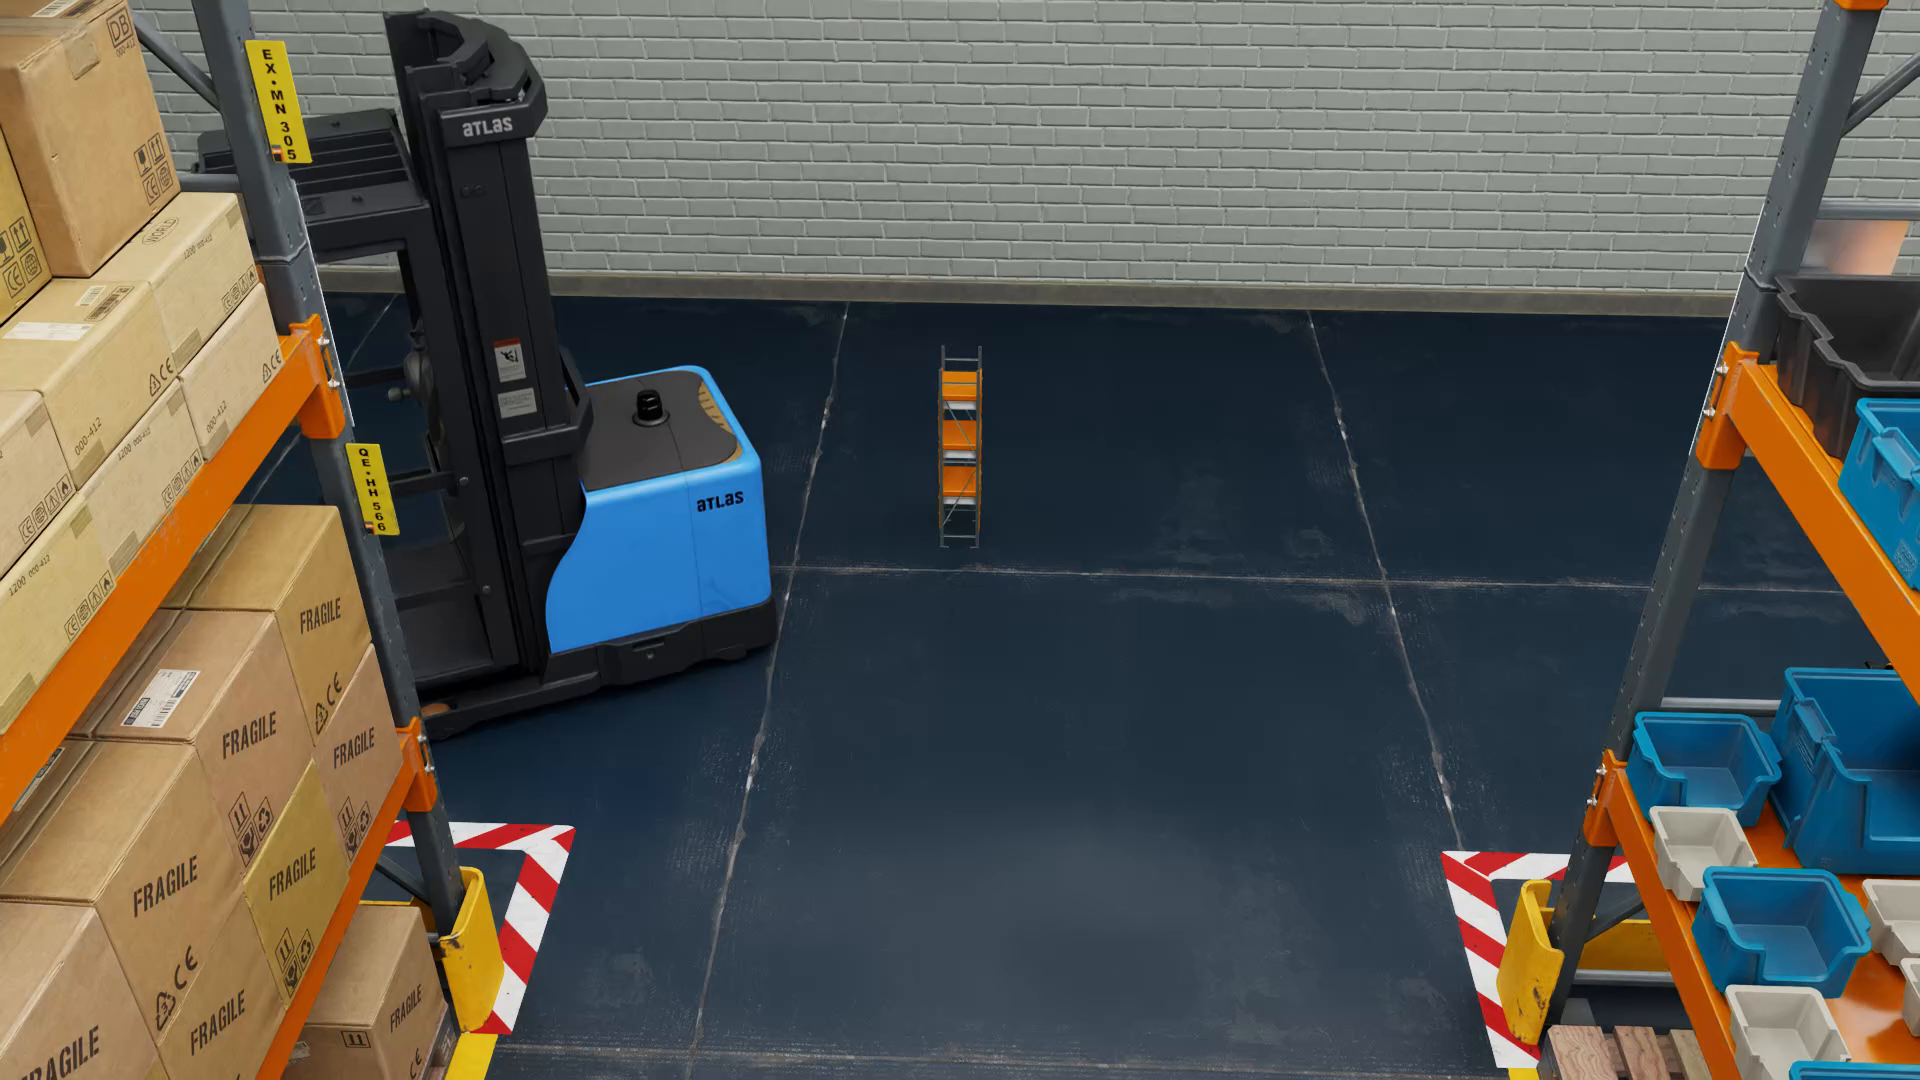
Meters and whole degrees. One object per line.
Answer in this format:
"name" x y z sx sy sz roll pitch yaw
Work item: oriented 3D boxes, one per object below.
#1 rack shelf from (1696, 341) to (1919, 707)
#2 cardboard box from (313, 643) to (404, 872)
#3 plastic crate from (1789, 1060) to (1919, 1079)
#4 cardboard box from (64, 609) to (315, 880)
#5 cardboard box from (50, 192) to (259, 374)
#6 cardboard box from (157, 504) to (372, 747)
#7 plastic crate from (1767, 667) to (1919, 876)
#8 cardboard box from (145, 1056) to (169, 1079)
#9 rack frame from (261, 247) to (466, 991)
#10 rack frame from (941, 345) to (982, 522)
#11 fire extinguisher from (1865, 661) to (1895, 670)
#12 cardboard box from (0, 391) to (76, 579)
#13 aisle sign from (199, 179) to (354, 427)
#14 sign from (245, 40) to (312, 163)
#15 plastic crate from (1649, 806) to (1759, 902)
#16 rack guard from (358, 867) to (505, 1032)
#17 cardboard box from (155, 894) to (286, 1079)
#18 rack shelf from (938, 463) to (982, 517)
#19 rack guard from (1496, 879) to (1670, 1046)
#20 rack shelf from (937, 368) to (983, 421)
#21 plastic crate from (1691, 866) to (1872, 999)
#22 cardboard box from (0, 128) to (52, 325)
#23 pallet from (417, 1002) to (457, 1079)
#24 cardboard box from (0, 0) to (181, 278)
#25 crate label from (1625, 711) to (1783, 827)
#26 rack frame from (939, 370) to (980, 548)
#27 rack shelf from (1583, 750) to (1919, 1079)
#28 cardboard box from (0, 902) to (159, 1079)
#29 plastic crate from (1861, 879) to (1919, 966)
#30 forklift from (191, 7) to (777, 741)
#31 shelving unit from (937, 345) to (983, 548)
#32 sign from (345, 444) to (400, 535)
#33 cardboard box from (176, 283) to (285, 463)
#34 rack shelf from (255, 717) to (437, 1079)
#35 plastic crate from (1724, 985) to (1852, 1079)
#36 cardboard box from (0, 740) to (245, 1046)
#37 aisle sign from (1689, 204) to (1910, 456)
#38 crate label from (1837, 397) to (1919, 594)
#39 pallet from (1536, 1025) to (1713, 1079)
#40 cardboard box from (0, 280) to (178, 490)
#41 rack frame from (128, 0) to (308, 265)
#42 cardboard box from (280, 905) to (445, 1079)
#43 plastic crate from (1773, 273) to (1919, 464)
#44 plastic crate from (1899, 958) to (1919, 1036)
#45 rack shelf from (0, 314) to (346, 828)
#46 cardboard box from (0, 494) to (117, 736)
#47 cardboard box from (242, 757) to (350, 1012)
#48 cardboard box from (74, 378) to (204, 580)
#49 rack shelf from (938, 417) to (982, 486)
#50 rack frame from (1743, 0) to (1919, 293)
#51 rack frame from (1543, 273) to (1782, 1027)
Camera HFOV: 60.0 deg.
"rack shelf" 2.544 0.761 3.021 1.077 0.370 4.000 1 35 2
"cardboard box" -2.071 0.651 5.074 0.500 0.500 0.500 2 35 3
"plastic crate" 2.232 1.479 4.075 0.416 0.233 0.300 1 35 2
"cardboard box" -2.088 0.531 4.375 0.500 0.500 0.500 2 35 3
"cardboard box" -2.091 -0.641 4.086 0.500 0.250 0.500 1 35 2
"cardboard box" -2.068 0.240 4.788 0.500 0.500 0.500 1 35 1
"plastic crate" 2.797 0.702 5.005 0.616 0.435 0.499 1 35 2
"cardboard box" -2.134 1.525 3.830 0.500 0.500 0.500 1 35 1
"rack frame" -2.325 0.428 5.478 1.000 3.000 0.127 1 35 2
"rack frame" 0.007 -0.530 8.537 0.200 1.050 0.008 1 35 2
"fire extinguisher" 3.084 0.653 5.550 0.296 0.674 0.183 1 35 2
"cardboard box" -2.135 -0.067 3.269 0.500 0.250 0.500 1 35 2
"aisle sign" -2.016 -0.667 4.776 0.394 0.787 0.004 1 35 2
"sign" -1.771 -1.137 4.326 0.100 0.325 0.005 1 35 2
"plastic crate" 2.190 0.945 4.920 0.250 0.136 0.298 1 35 2
"rack guard" -2.328 1.495 6.134 1.175 0.500 0.348 1 35 2
"cardboard box" -2.114 1.236 4.242 0.500 0.500 0.500 2 35 2
"rack shelf" 0.002 -0.224 8.603 0.215 0.259 0.240 1 35 2
"rack guard" 2.612 1.553 6.051 1.175 0.500 0.348 1 35 2
"rack shelf" 0.002 -0.684 8.280 0.215 0.259 0.240 1 35 2
"plastic crate" 2.259 1.101 4.613 0.416 0.233 0.300 1 35 2
"cardboard box" -2.434 -0.668 3.472 0.700 0.500 0.500 1 35 2
"pallet" -2.359 2.071 5.566 1.003 0.211 1.213 1 35 2
"cardboard box" -2.329 -0.953 3.878 0.700 0.500 0.500 1 35 2
"crate label" 2.285 0.723 5.152 0.416 0.233 0.303 1 35 2
"rack frame" -0.003 -0.390 8.338 0.200 1.050 0.008 1 35 2
"rack shelf" 2.544 1.988 3.884 1.077 0.370 4.000 1 35 2
"cardboard box" -2.124 1.124 3.532 0.500 0.500 0.500 2 35 3
"plastic crate" 2.772 1.101 4.698 0.396 0.136 0.243 1 35 2
"forklift" -2.439 -0.608 7.012 3.031 2.935 1.130 -13 37 -18
"shelving unit" 0.002 -0.460 8.438 0.215 1.050 0.252 1 35 2
"sign" -1.771 -0.150 5.019 0.100 0.325 0.005 1 35 2
"cardboard box" -2.082 -0.436 4.230 0.500 0.250 0.500 1 35 2
"rack shelf" -2.405 1.872 4.049 1.077 0.370 4.000 1 35 2
"plastic crate" 2.162 1.334 4.365 0.250 0.136 0.298 1 35 2
"cardboard box" -2.104 0.829 3.951 0.500 0.500 0.500 2 35 3
"aisle sign" 2.330 -0.567 4.633 0.394 0.787 0.004 1 35 2
"crate label" 2.264 -0.099 3.748 0.408 0.251 0.502 1 35 2
"pallet" 2.552 2.159 5.441 1.003 0.211 1.213 1 35 2
"cardboard box" -2.111 -0.354 3.677 0.500 0.250 0.500 1 35 2
"rack frame" -2.325 -2.026 3.753 1.000 3.000 0.127 1 35 2
"cardboard box" -2.101 1.589 5.617 0.500 0.500 0.500 1 35 2
"plastic crate" 2.330 -0.414 4.181 0.497 0.269 0.590 1 35 2
"plastic crate" 2.746 1.267 4.461 0.396 0.136 0.243 1 35 2
"rack shelf" -2.405 0.644 3.187 1.077 0.370 4.000 1 35 2
"cardboard box" -2.120 0.138 3.412 0.500 0.250 0.500 1 35 2
"cardboard box" -2.088 0.949 4.650 0.500 0.500 0.500 2 35 2
"cardboard box" -2.113 -0.149 3.821 0.500 0.250 0.500 1 35 2
"rack shelf" 0.002 -0.452 8.444 0.215 0.259 0.240 1 35 2
"rack frame" 2.624 -1.910 3.587 1.000 3.000 0.127 1 35 2
"rack frame" 2.624 0.545 5.312 1.000 3.000 0.127 1 35 2
